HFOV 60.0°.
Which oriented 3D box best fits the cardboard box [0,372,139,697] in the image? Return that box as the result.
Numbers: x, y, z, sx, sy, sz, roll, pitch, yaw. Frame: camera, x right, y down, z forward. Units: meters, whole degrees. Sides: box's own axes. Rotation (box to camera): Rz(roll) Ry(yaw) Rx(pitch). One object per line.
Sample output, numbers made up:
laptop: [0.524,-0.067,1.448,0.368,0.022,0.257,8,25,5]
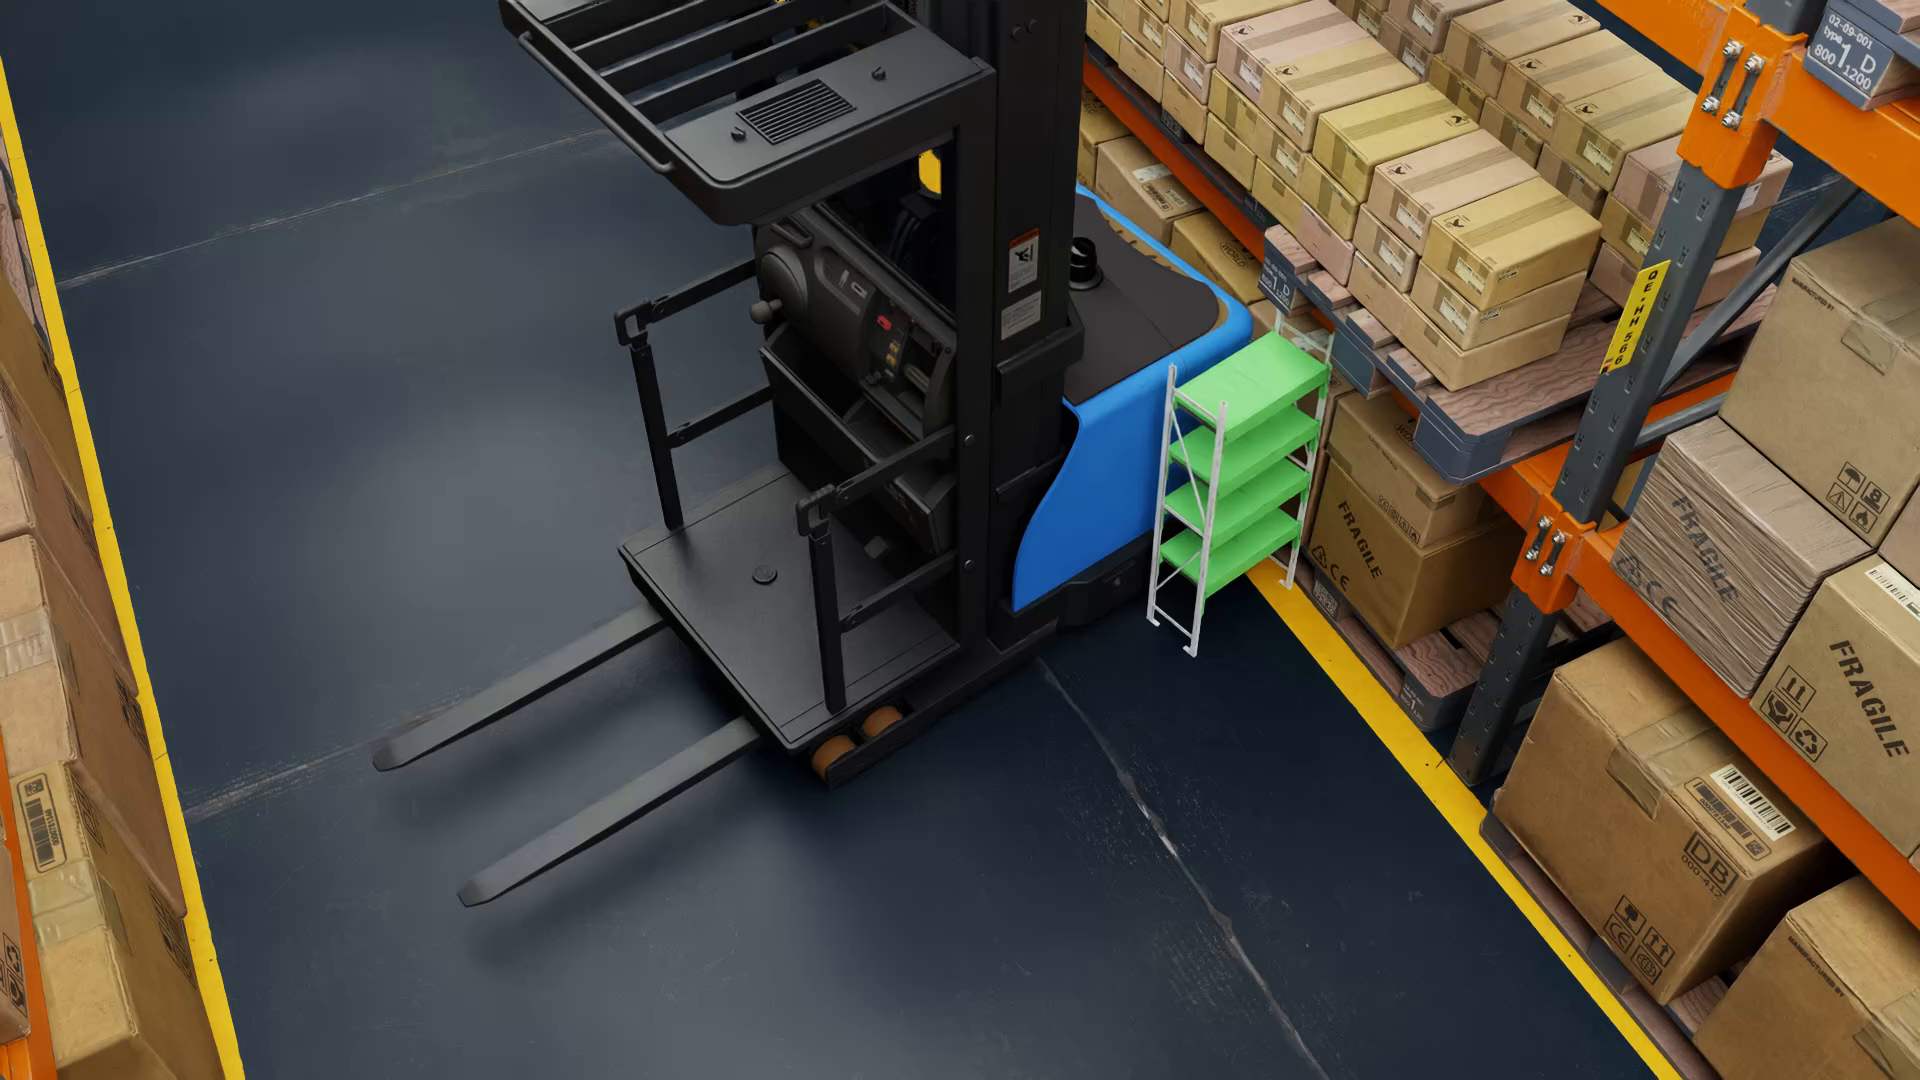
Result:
cardboard box: [-3.462,0.172,5.239,1.225,0.875,0.875,-23,53,-19]

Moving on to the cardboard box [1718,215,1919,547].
cardboard box: [2.301,-0.430,3.903,0.700,0.500,0.500,-21,52,-18]

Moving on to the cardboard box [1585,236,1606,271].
cardboard box: [1.957,-0.976,4.999,0.380,0.149,0.250,-19,51,-16]

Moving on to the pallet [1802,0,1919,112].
pallet: [2.446,-0.885,3.164,1.213,0.211,1.003,-19,51,-16]

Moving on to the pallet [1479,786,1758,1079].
pallet: [2.398,1.100,5.148,1.003,0.211,1.213,-21,52,-18]

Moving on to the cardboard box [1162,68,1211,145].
cardboard box: [0.888,-1.460,5.422,0.380,0.149,0.250,-20,52,-16]

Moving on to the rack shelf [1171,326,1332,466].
rack shelf: [0.918,-0.463,5.299,0.480,0.148,0.258,-32,54,-25]

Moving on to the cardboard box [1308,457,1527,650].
cardboard box: [1.571,-0.038,5.672,0.500,0.500,0.500,-21,52,-18]

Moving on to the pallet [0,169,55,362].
pallet: [-4.461,-1.026,7.007,1.003,0.211,1.213,-21,52,-18]

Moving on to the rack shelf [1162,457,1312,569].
rack shelf: [0.930,-0.136,5.650,0.480,0.148,0.258,-32,54,-25]

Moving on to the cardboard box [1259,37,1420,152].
cardboard box: [1.114,-1.315,4.900,0.380,0.149,0.250,-20,52,-16]

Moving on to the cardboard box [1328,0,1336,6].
cardboard box: [1.344,-1.959,5.661,0.380,0.149,0.250,-19,52,-16]

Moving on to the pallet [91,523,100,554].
pallet: [-3.762,0.000,6.110,1.003,0.211,1.213,-21,52,-18]

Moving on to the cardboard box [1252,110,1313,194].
cardboard box: [1.113,-1.220,5.015,0.380,0.149,0.250,-21,52,-17]

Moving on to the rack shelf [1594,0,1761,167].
rack shelf: [1.189,-2.461,4.895,1.077,0.370,4.000,-21,52,-18]

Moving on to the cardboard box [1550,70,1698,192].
cardboard box: [1.940,-1.178,4.780,0.380,0.149,0.250,-22,53,-18]

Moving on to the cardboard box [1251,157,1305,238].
cardboard box: [1.129,-1.106,5.113,0.380,0.149,0.250,-22,52,-18]

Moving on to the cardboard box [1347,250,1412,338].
cardboard box: [1.358,-0.766,4.815,0.380,0.149,0.250,-21,52,-18]

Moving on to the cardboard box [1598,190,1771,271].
cardboard box: [2.062,-0.918,4.750,0.380,0.149,0.250,-19,52,-16]

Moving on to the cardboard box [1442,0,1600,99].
cardboard box: [1.711,-1.521,5.081,0.380,0.149,0.250,-23,53,-19]

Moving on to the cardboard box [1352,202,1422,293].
cardboard box: [1.350,-0.877,4.715,0.380,0.149,0.250,-19,52,-16]

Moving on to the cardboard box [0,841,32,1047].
cardboard box: [-2.332,0.817,3.476,0.500,0.500,0.500,-20,52,-16]

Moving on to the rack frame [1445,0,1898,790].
rack frame: [2.105,-0.372,4.582,1.000,3.000,0.127,-21,52,-18]

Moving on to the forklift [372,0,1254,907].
forklift: [-0.488,-0.610,4.836,3.031,2.935,1.130,-30,55,-24]

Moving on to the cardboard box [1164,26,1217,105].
cardboard box: [0.882,-1.562,5.313,0.380,0.149,0.250,-20,52,-17]

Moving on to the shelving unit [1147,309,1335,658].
shelving unit: [0.929,-0.180,5.603,0.503,1.200,0.258,-32,54,-25]

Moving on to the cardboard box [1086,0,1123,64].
cardboard box: [0.648,-1.810,5.729,0.380,0.149,0.250,-22,52,-18]

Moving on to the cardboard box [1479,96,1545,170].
cardboard box: [1.811,-1.276,5.064,0.380,0.149,0.250,-23,53,-19]

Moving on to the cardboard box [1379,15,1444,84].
cardboard box: [1.582,-1.612,5.357,0.380,0.149,0.250,-21,52,-17]

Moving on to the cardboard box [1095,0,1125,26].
cardboard box: [0.650,-1.904,5.613,0.380,0.149,0.250,-22,52,-18]

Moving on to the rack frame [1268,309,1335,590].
rack frame: [1.118,-0.296,5.705,0.015,1.200,0.240,-32,54,-25]

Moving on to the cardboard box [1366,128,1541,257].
cardboard box: [1.360,-0.962,4.592,0.380,0.149,0.250,-22,52,-18]

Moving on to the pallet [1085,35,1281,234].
pallet: [1.162,-1.619,5.801,1.003,0.211,1.213,-21,52,-18]

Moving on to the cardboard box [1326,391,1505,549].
cardboard box: [1.559,-0.302,5.404,0.500,0.250,0.500,-22,52,-18]

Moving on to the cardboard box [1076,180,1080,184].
cardboard box: [0.620,-1.425,6.885,0.500,0.500,0.500,-19,52,-16]

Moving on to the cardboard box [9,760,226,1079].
cardboard box: [-2.649,1.361,4.199,1.225,0.875,0.875,-23,53,-19]

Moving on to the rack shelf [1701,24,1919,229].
rack shelf: [3.020,0.216,2.553,1.077,0.370,4.000,-21,52,-18]

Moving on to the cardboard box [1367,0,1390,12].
cardboard box: [1.463,-1.878,5.393,0.380,0.149,0.250,-20,52,-16]

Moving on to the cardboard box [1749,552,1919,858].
cardboard box: [2.305,0.328,3.904,0.500,0.500,0.500,-22,52,-18]

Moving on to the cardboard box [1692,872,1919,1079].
cardboard box: [2.706,1.253,4.377,1.050,0.750,0.750,-20,52,-17]

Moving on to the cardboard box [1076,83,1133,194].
cardboard box: [0.623,-1.670,6.601,0.500,0.250,0.500,-20,52,-17]

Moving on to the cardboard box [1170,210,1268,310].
cardboard box: [1.099,-0.981,5.999,0.500,0.250,0.500,-20,52,-17]

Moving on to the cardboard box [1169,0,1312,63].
cardboard box: [0.883,-1.660,5.201,0.380,0.149,0.250,-19,51,-16]

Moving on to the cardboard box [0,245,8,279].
cardboard box: [-4.413,-1.316,6.541,0.875,0.875,0.875,-21,52,-18]
